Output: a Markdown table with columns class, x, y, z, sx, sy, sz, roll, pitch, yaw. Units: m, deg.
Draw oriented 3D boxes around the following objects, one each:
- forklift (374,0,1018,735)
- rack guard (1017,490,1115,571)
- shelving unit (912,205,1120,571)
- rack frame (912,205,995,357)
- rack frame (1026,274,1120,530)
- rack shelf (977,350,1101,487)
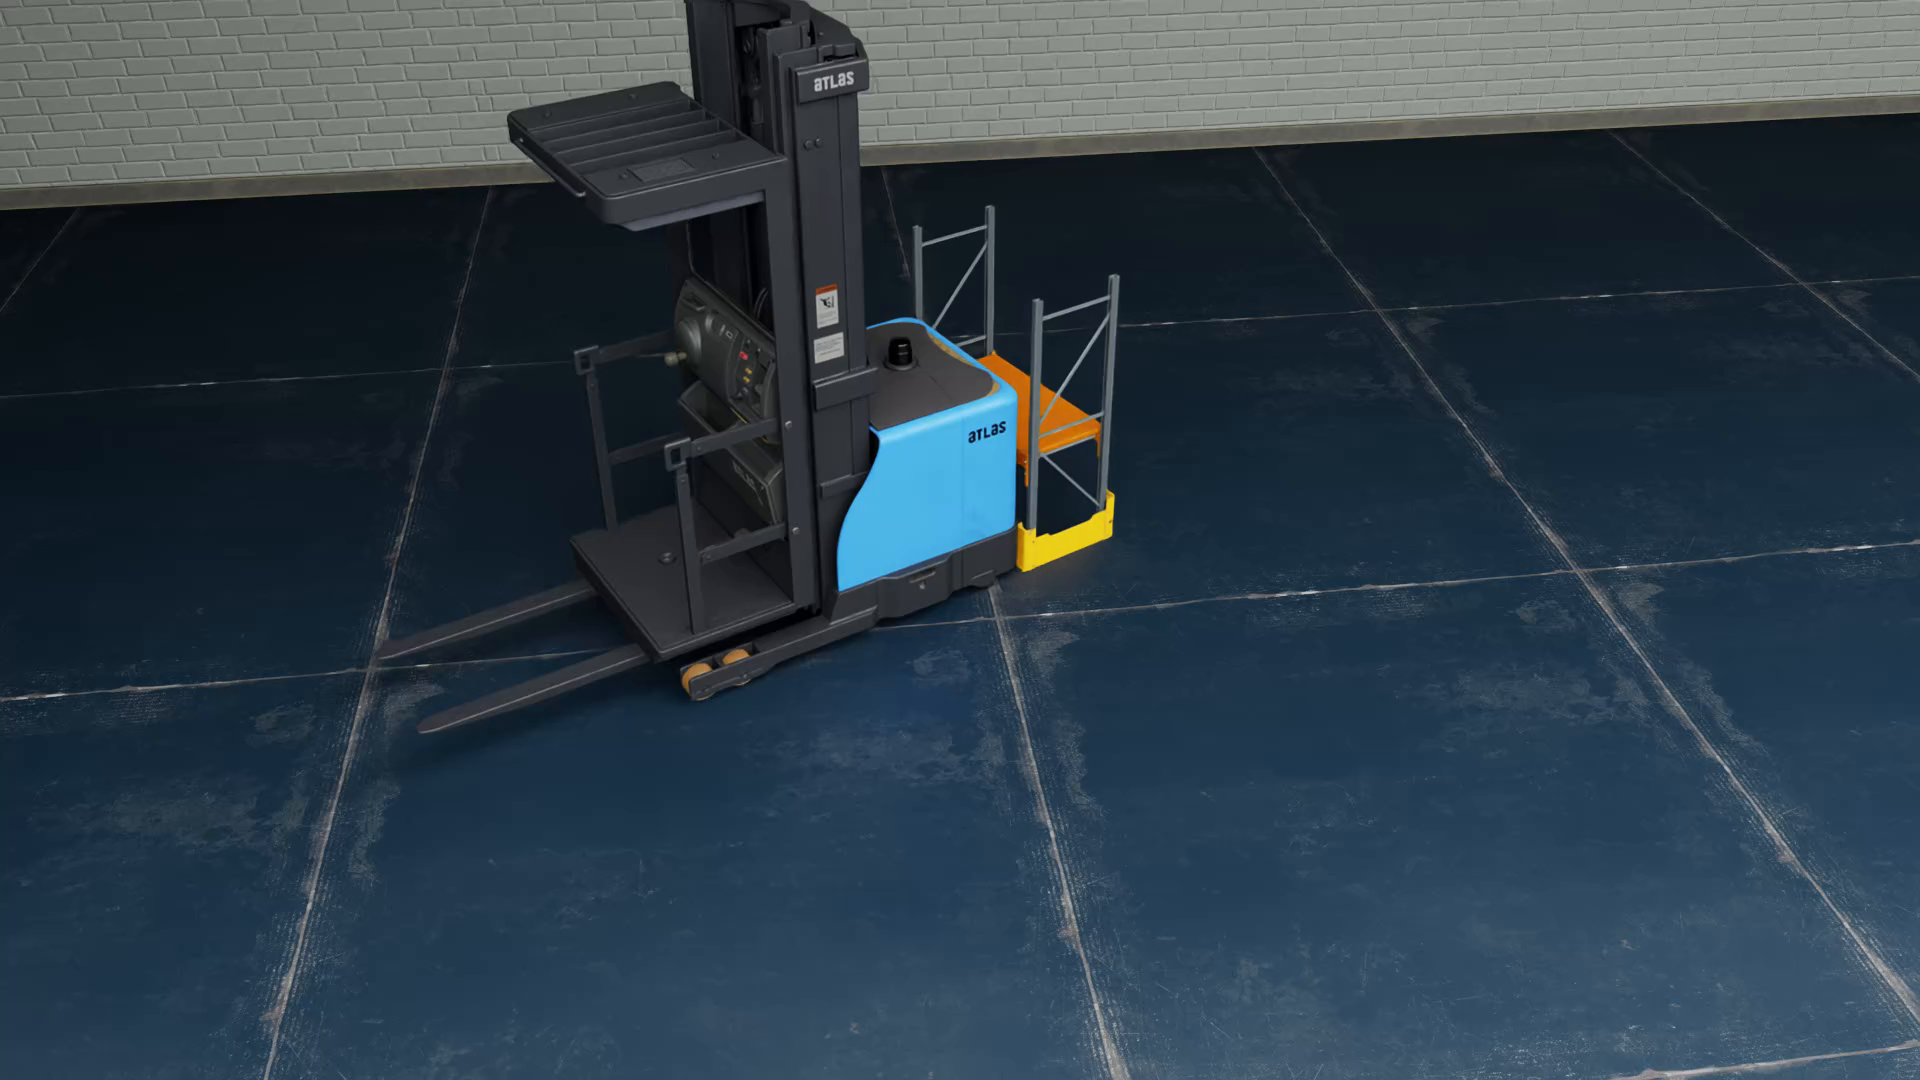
| class | x | y | z | sx | sy | sz | roll | pitch | yaw |
| --- | --- | --- | --- | --- | --- | --- | --- | --- | --- |
| forklift | -1.226 | -0.814 | 7.342 | 3.031 | 2.935 | 1.130 | -20 | 39 | -27 |
| rack guard | 0.548 | -0.051 | 8.603 | 0.587 | 0.250 | 0.087 | -21 | 40 | -28 |
| shelving unit | 0.263 | -0.798 | 8.589 | 0.587 | 1.500 | 1.083 | -21 | 40 | -28 |
| rack frame | -0.032 | -1.037 | 8.940 | 0.500 | 1.500 | 0.032 | -21 | 40 | -28 |
| rack frame | 0.548 | -0.567 | 8.250 | 0.500 | 1.500 | 0.032 | -21 | 40 | -28 |
| rack shelf | 0.258 | -0.653 | 8.696 | 0.538 | 0.185 | 1.000 | -21 | 40 | -28 |
